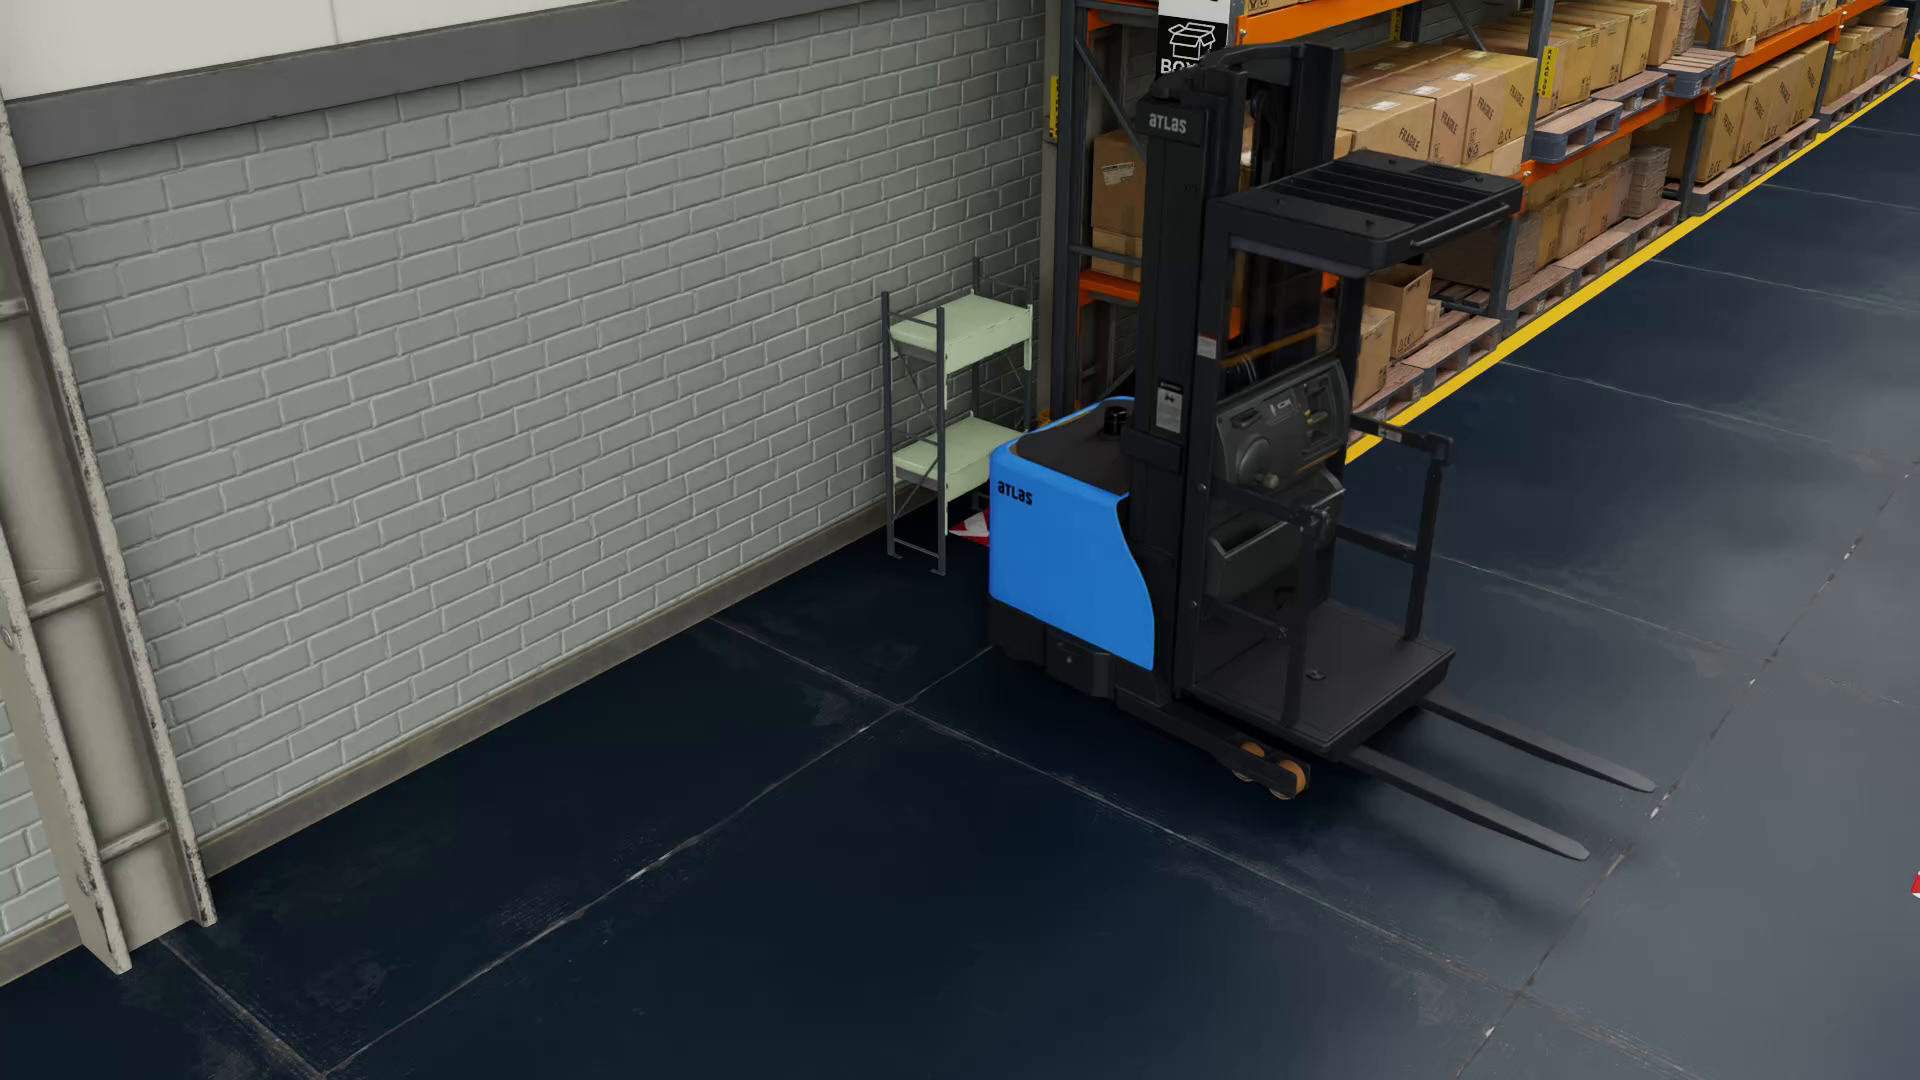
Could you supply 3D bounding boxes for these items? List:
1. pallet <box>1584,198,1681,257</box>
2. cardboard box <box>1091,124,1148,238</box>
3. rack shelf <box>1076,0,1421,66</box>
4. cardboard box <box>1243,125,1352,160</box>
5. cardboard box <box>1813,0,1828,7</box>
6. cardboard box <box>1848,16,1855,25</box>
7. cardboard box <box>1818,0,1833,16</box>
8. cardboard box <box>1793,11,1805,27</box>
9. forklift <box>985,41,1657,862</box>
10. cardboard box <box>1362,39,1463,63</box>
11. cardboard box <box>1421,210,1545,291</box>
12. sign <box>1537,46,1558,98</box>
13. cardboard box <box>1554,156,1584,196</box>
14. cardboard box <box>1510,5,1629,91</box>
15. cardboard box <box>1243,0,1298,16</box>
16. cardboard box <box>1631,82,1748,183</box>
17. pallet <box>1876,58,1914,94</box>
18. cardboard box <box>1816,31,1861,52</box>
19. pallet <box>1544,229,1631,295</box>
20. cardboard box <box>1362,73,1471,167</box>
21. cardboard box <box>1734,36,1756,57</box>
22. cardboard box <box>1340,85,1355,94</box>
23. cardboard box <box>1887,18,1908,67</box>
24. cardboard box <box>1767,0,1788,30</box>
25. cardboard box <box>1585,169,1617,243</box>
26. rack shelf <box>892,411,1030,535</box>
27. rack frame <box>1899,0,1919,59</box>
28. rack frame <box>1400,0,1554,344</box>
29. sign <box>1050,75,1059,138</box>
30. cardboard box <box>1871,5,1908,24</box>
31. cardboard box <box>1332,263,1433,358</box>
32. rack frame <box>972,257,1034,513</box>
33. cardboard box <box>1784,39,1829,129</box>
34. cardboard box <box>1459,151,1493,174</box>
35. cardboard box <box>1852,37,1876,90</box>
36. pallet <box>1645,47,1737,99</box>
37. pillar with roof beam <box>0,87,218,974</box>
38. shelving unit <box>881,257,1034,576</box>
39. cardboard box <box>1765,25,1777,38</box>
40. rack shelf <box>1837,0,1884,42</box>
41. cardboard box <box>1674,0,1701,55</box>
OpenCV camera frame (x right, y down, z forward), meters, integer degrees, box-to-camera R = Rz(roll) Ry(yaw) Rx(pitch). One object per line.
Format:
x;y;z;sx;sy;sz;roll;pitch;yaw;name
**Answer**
5.526;-2.787;14.409;1.003;0.211;1.213;21;34;34;pallet
1.071;-1.971;9.120;0.500;0.500;0.500;20;34;34;cardboard box
2.208;-3.188;9.666;1.077;0.370;4.000;21;34;34;rack shelf
1.793;-1.995;9.168;0.500;0.500;0.500;21;34;35;cardboard box
8.152;-5.485;16.134;0.500;0.500;0.500;21;34;35;cardboard box
10.027;-5.970;19.083;0.380;0.149;0.250;21;34;35;cardboard box
8.429;-5.319;16.519;0.380;0.149;0.250;21;34;35;cardboard box
7.901;-5.062;16.023;0.380;0.149;0.250;21;34;34;cardboard box
1.535;-0.464;6.957;3.031;2.935;1.130;24;36;38;forklift
3.020;-3.054;11.215;0.500;0.500;0.500;20;33;33;cardboard box
3.935;-2.235;12.548;0.700;0.500;0.500;22;35;36;cardboard box
3.903;-3.113;11.061;0.100;0.325;0.005;21;34;34;sign
4.541;-2.911;13.038;0.500;0.250;0.500;20;33;33;cardboard box
4.586;-3.733;12.614;0.500;0.500;0.700;-23;35;-37;cardboard box
1.341;-2.897;8.191;0.500;0.500;0.500;22;34;36;cardboard box
6.593;-3.757;15.130;0.750;0.750;0.750;20;34;34;cardboard box
10.664;-5.594;19.834;1.003;0.211;1.213;21;34;34;pallet
9.482;-5.388;17.959;0.380;0.149;0.250;22;35;36;cardboard box
4.750;-2.357;13.576;1.003;0.211;1.213;21;34;34;pallet
2.776;-2.548;10.236;0.500;0.500;0.500;20;33;33;cardboard box
6.814;-4.405;14.753;0.380;0.149;0.250;22;35;36;cardboard box
2.045;-2.510;10.162;0.500;0.500;0.500;21;34;35;cardboard box
10.745;-5.938;19.727;0.700;0.500;0.500;21;34;34;cardboard box
7.187;-4.944;15.088;0.500;0.500;0.500;21;34;34;cardboard box
4.895;-2.784;13.609;0.700;0.500;0.500;21;34;34;cardboard box
-0.004;-0.374;9.051;0.431;0.370;0.720;21;34;34;rack shelf
11.113;-7.139;19.785;1.000;3.000;0.127;21;34;34;rack frame
3.480;-2.884;11.561;1.000;3.000;0.127;21;34;34;rack frame
0.520;-2.290;8.808;0.100;0.325;0.005;21;34;34;sign
10.803;-6.127;19.387;0.380;0.149;0.250;20;34;34;cardboard box
2.850;-1.590;11.300;0.500;0.500;0.500;18;32;31;cardboard box
0.229;-0.794;9.152;0.400;1.500;0.023;21;34;34;rack frame
8.255;-4.684;16.923;0.750;0.750;0.750;21;34;35;cardboard box
3.089;-2.396;10.758;0.500;0.250;0.500;21;34;35;cardboard box
9.773;-5.391;18.669;0.700;0.500;0.500;22;34;36;cardboard box
5.653;-3.934;13.798;1.213;0.211;1.003;21;34;34;pallet
0.219;-1.246;1.865;9.100;9.000;0.400;21;34;34;pillar with roof beam
-0.004;-0.664;8.901;0.431;1.500;0.755;21;34;34;shelving unit
7.379;-4.796;15.508;0.380;0.149;0.250;21;34;35;cardboard box
9.840;-6.110;18.580;1.077;0.370;4.000;21;34;34;rack shelf
5.733;-4.373;13.851;0.700;0.500;0.500;16;32;29;cardboard box
